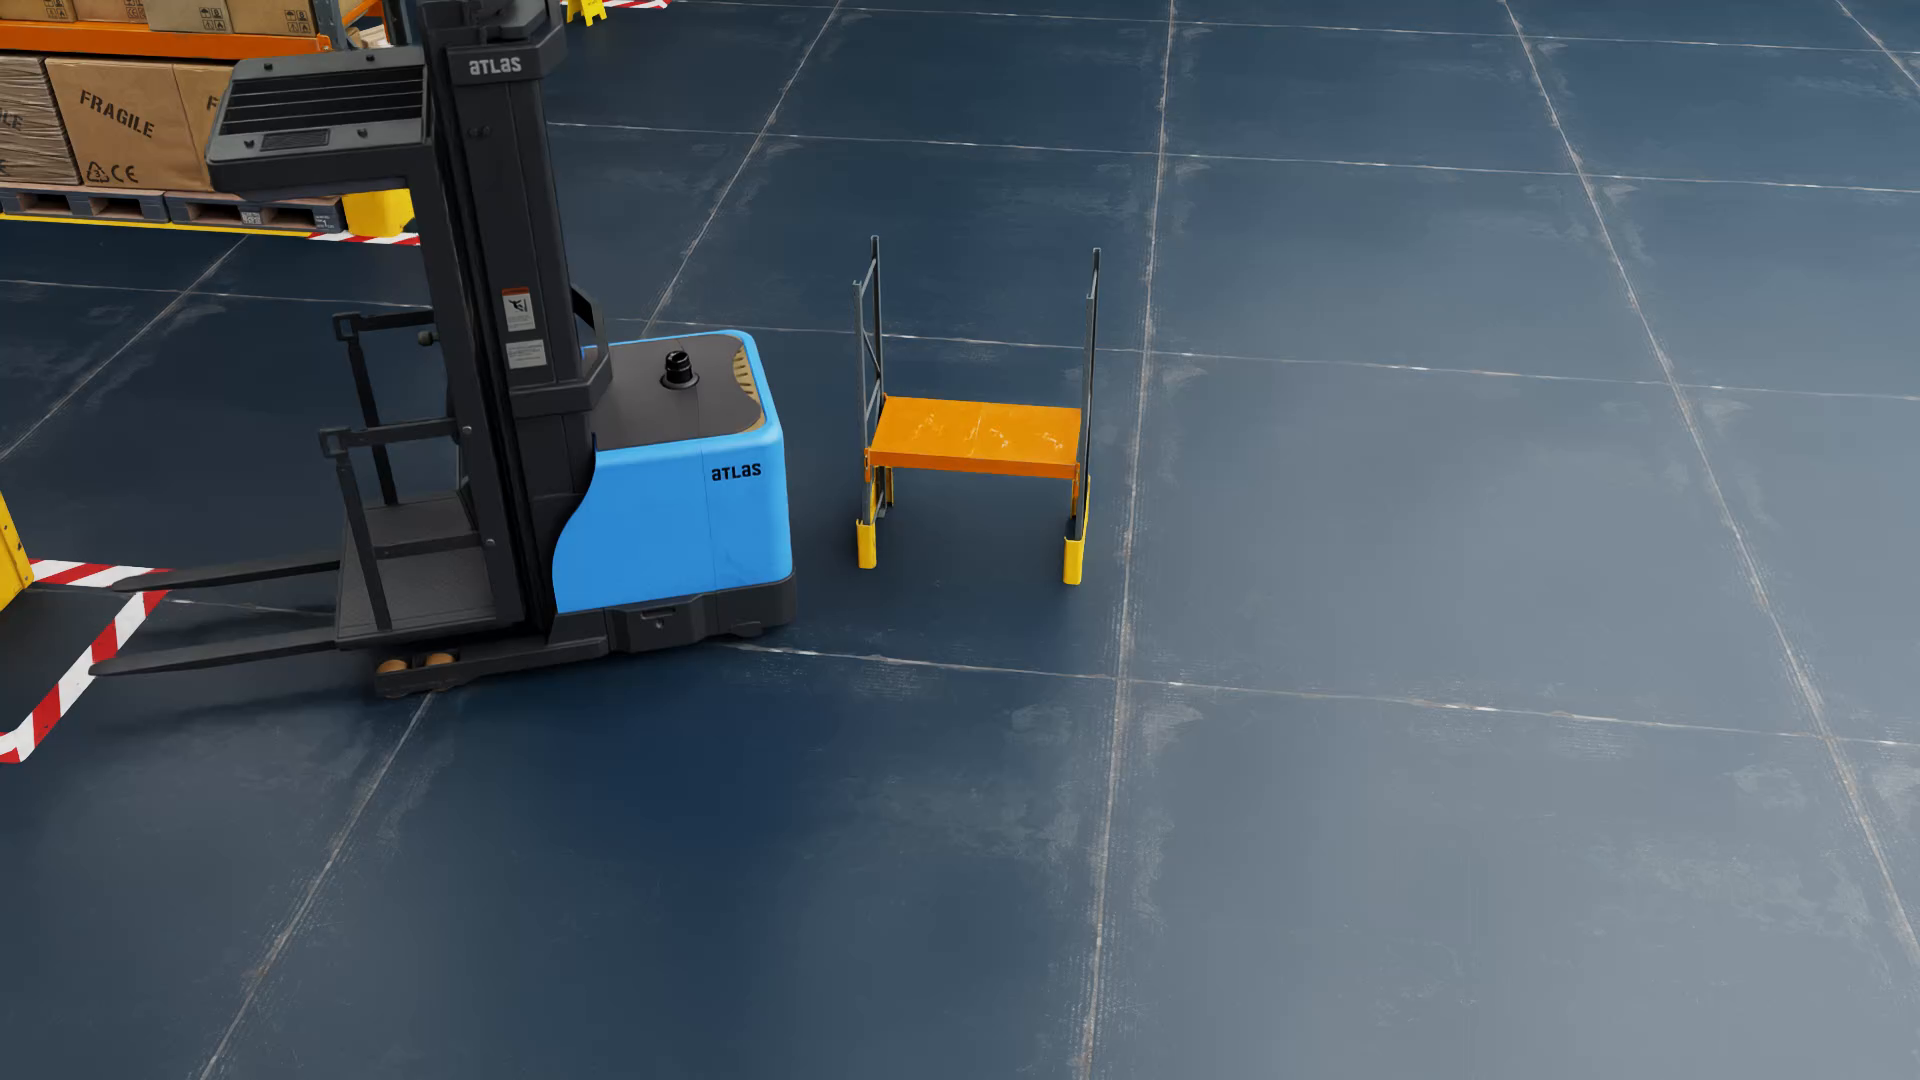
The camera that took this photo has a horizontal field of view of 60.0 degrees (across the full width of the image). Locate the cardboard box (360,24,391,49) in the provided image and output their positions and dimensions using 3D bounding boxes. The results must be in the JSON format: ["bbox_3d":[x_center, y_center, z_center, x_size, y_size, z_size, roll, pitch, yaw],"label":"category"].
[{"bbox_3d":[-4.902,-4.213,14.025,0.250,0.149,0.380,24,42,30],"label":"cardboard box"}]

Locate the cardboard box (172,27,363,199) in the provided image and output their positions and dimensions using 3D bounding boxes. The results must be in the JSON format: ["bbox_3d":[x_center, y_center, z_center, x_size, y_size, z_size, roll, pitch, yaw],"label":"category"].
[{"bbox_3d":[-4.557,-2.899,11.197,0.875,0.875,0.875,4,36,6],"label":"cardboard box"}]

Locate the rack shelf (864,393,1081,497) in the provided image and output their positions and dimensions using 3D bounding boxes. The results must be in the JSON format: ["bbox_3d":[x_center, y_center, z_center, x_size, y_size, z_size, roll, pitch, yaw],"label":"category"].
[{"bbox_3d":[0.085,-0.458,7.910,1.000,0.185,0.538,4,36,6],"label":"rack shelf"}]

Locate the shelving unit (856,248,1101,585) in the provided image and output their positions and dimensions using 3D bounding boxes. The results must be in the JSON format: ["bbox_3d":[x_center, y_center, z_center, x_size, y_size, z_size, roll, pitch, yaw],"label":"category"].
[{"bbox_3d":[0.076,-0.605,7.806,1.083,1.500,0.587,4,36,6],"label":"shelving unit"}]

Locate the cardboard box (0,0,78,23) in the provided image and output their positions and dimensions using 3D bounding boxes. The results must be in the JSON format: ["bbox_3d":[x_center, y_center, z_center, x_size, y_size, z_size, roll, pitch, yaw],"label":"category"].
[{"bbox_3d":[-5.868,-3.801,10.864,0.500,0.550,0.875,4,36,6],"label":"cardboard box"}]

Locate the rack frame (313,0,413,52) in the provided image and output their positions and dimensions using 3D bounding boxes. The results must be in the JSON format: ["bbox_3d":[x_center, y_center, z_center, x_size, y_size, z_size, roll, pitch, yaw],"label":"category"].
[{"bbox_3d":[-3.876,-3.581,10.685,0.127,3.000,1.000,4,36,6],"label":"rack frame"}]

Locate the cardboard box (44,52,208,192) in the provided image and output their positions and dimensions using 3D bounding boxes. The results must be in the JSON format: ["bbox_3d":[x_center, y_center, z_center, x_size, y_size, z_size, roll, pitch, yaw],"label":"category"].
[{"bbox_3d":[-5.430,-2.963,11.287,0.875,0.875,0.875,4,36,5],"label":"cardboard box"}]

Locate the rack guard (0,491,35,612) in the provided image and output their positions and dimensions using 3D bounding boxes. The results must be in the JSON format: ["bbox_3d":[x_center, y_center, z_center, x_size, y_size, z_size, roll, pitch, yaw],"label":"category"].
[{"bbox_3d":[-4.683,0.281,7.425,0.348,0.500,1.175,4,36,6],"label":"rack guard"}]

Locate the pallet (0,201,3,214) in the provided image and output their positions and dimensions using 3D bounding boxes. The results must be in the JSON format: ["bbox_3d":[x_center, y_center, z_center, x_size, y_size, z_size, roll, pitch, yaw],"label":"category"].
[{"bbox_3d":[-7.099,-2.640,11.768,1.213,0.211,1.003,4,36,6],"label":"pallet"}]

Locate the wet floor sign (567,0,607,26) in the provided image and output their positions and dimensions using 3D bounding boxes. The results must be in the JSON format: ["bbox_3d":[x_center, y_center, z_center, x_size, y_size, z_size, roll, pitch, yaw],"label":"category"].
[{"bbox_3d":[-3.293,-4.852,14.492,0.232,0.644,0.267,17,39,22],"label":"wet floor sign"}]

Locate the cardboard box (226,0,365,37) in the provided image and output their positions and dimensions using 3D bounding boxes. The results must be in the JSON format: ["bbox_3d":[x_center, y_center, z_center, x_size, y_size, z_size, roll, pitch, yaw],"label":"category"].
[{"bbox_3d":[-4.249,-3.643,10.644,0.550,0.550,0.875,4,36,6],"label":"cardboard box"}]

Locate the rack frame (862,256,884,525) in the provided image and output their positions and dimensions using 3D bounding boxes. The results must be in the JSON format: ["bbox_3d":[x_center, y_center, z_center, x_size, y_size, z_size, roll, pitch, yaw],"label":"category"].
[{"bbox_3d":[-0.419,-0.643,7.859,0.013,1.308,0.475,4,36,6],"label":"rack frame"}]

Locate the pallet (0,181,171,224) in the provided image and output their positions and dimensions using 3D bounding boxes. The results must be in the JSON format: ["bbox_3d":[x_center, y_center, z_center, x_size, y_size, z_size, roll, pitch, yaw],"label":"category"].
[{"bbox_3d":[-5.885,-2.552,11.644,1.213,0.211,1.003,4,36,6],"label":"pallet"}]

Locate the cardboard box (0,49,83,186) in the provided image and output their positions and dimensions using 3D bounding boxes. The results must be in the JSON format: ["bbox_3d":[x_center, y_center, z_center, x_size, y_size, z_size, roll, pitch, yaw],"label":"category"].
[{"bbox_3d":[-6.334,-3.032,11.383,0.875,0.875,0.875,5,36,6],"label":"cardboard box"}]

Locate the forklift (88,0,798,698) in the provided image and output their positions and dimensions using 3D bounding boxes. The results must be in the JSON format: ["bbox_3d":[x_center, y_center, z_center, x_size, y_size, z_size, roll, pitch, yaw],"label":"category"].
[{"bbox_3d":[-2.320,-0.842,6.906,3.031,2.935,1.130,-8,36,-11],"label":"forklift"}]

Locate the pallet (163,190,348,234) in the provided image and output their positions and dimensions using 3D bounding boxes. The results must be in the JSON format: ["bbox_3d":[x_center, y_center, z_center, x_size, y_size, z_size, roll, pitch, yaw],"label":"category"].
[{"bbox_3d":[-4.679,-2.460,11.515,1.213,0.211,1.003,4,36,6],"label":"pallet"}]

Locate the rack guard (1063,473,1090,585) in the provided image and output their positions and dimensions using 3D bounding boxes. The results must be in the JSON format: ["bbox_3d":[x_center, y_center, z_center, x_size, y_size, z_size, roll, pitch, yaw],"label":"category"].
[{"bbox_3d":[0.570,-0.059,8.118,0.087,0.250,0.587,4,36,6],"label":"rack guard"}]

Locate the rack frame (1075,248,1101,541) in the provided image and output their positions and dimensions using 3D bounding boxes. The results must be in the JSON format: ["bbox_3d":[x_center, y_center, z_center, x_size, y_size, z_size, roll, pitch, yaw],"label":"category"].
[{"bbox_3d":[0.589,-0.567,7.753,0.032,1.500,0.500,4,36,6],"label":"rack frame"}]

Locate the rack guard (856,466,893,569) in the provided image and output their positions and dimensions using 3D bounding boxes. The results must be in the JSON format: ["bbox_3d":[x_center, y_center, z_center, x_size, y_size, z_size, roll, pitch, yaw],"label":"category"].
[{"bbox_3d":[-0.418,-0.133,8.221,0.087,0.250,0.587,4,36,6],"label":"rack guard"}]

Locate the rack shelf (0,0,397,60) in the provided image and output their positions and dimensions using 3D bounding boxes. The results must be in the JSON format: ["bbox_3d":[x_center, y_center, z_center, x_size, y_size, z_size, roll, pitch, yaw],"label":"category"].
[{"bbox_3d":[-5.859,-3.436,11.102,4.000,0.370,1.077,4,36,6],"label":"rack shelf"}]

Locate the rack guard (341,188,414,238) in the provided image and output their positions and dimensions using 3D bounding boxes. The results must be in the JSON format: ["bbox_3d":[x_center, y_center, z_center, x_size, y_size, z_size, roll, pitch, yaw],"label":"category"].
[{"bbox_3d":[-3.852,-2.562,11.409,0.348,0.500,1.175,4,36,6],"label":"rack guard"}]
